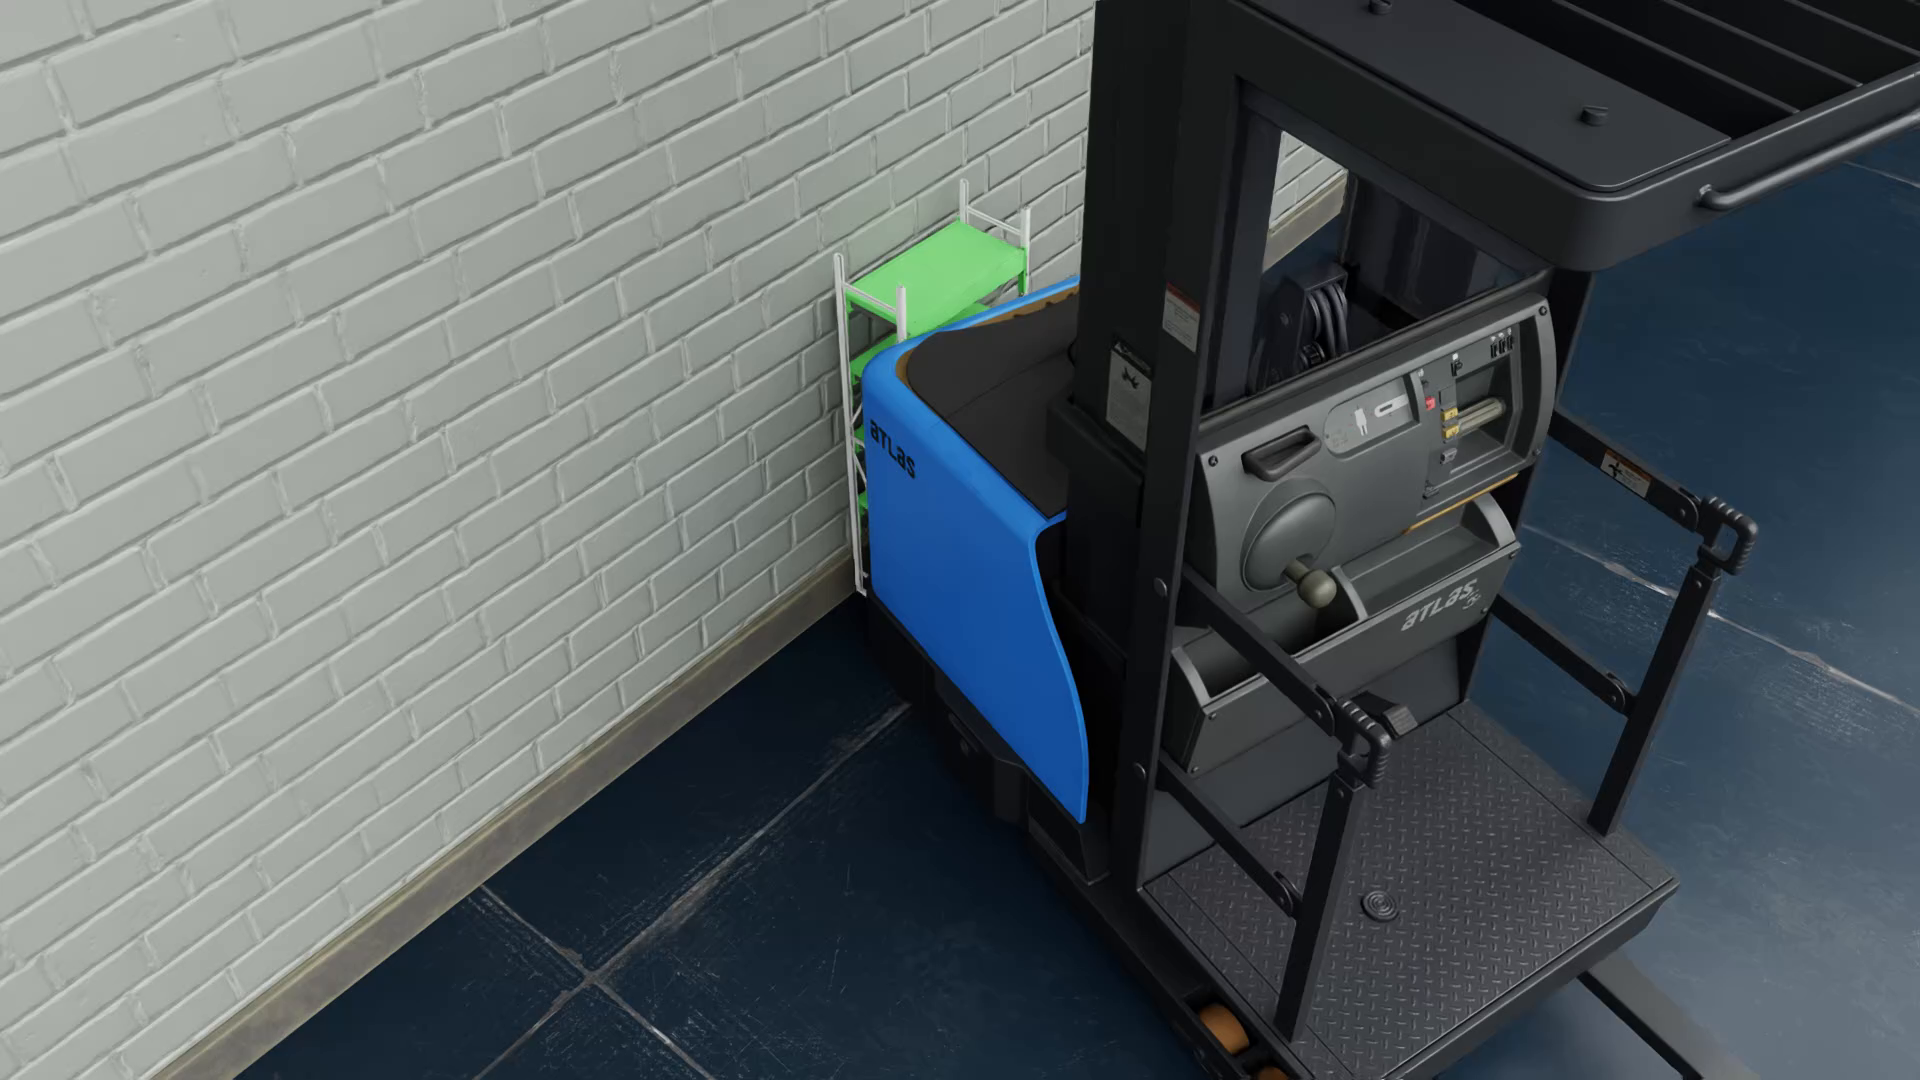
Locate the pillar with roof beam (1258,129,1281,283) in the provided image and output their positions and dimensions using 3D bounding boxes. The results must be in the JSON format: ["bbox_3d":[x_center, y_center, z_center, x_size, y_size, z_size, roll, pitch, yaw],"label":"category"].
[{"bbox_3d":[4.083,-2.074,0.842,9.100,9.000,0.400,29,50,28],"label":"pillar with roof beam"}]

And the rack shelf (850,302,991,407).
[{"bbox_3d":[-0.067,-0.495,4.633,0.258,0.148,0.480,31,51,29],"label":"rack shelf"}]

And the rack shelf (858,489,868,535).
[{"bbox_3d":[-0.064,-0.141,4.958,0.258,0.148,0.480,31,51,29],"label":"rack shelf"}]

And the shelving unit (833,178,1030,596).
[{"bbox_3d":[-0.066,-0.365,4.752,0.258,1.200,0.503,31,51,29],"label":"shelving unit"}]

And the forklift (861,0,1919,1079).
[{"bbox_3d":[0.967,-0.100,3.181,1.130,2.935,3.031,-24,47,-24],"label":"forklift"}]

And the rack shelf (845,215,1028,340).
[{"bbox_3d":[-0.068,-0.671,4.471,0.258,0.148,0.480,31,51,29],"label":"rack shelf"}]

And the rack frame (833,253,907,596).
[{"bbox_3d":[-0.227,-0.240,4.618,0.240,1.200,0.015,31,51,29],"label":"rack frame"}]

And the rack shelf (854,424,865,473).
[{"bbox_3d":[-0.065,-0.318,4.795,0.258,0.148,0.480,31,51,29],"label":"rack shelf"}]

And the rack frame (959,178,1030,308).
[{"bbox_3d":[0.096,-0.489,4.886,0.240,1.200,0.015,31,51,29],"label":"rack frame"}]
